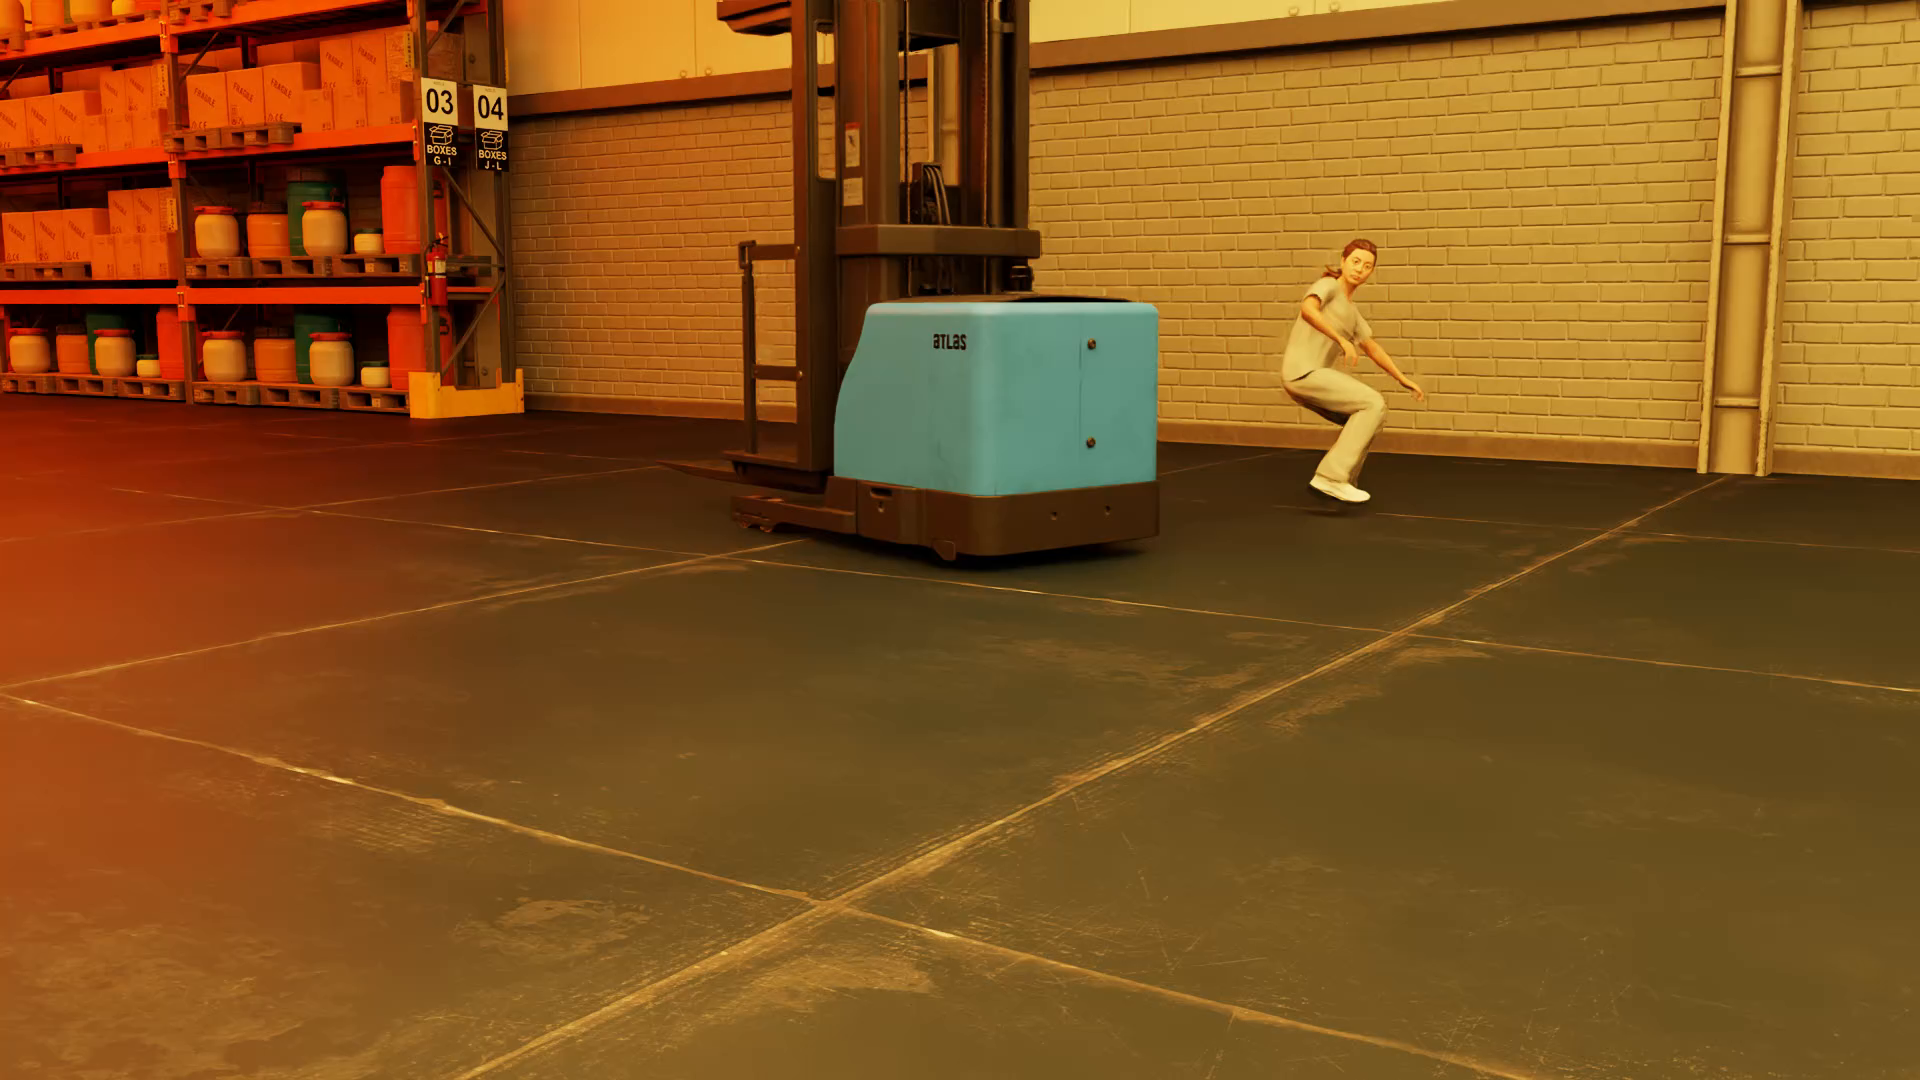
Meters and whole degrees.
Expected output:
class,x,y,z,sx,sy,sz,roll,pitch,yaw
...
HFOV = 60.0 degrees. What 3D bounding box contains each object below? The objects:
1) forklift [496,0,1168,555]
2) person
class,x,y,z,sx,sy,sz,roll,pitch,yaw
forklift,-0.596,-1.469,7.520,3.031,2.935,1.130,2,8,12
person,2.650,-1.034,9.251,0.478,1.616,0.667,7,11,41
